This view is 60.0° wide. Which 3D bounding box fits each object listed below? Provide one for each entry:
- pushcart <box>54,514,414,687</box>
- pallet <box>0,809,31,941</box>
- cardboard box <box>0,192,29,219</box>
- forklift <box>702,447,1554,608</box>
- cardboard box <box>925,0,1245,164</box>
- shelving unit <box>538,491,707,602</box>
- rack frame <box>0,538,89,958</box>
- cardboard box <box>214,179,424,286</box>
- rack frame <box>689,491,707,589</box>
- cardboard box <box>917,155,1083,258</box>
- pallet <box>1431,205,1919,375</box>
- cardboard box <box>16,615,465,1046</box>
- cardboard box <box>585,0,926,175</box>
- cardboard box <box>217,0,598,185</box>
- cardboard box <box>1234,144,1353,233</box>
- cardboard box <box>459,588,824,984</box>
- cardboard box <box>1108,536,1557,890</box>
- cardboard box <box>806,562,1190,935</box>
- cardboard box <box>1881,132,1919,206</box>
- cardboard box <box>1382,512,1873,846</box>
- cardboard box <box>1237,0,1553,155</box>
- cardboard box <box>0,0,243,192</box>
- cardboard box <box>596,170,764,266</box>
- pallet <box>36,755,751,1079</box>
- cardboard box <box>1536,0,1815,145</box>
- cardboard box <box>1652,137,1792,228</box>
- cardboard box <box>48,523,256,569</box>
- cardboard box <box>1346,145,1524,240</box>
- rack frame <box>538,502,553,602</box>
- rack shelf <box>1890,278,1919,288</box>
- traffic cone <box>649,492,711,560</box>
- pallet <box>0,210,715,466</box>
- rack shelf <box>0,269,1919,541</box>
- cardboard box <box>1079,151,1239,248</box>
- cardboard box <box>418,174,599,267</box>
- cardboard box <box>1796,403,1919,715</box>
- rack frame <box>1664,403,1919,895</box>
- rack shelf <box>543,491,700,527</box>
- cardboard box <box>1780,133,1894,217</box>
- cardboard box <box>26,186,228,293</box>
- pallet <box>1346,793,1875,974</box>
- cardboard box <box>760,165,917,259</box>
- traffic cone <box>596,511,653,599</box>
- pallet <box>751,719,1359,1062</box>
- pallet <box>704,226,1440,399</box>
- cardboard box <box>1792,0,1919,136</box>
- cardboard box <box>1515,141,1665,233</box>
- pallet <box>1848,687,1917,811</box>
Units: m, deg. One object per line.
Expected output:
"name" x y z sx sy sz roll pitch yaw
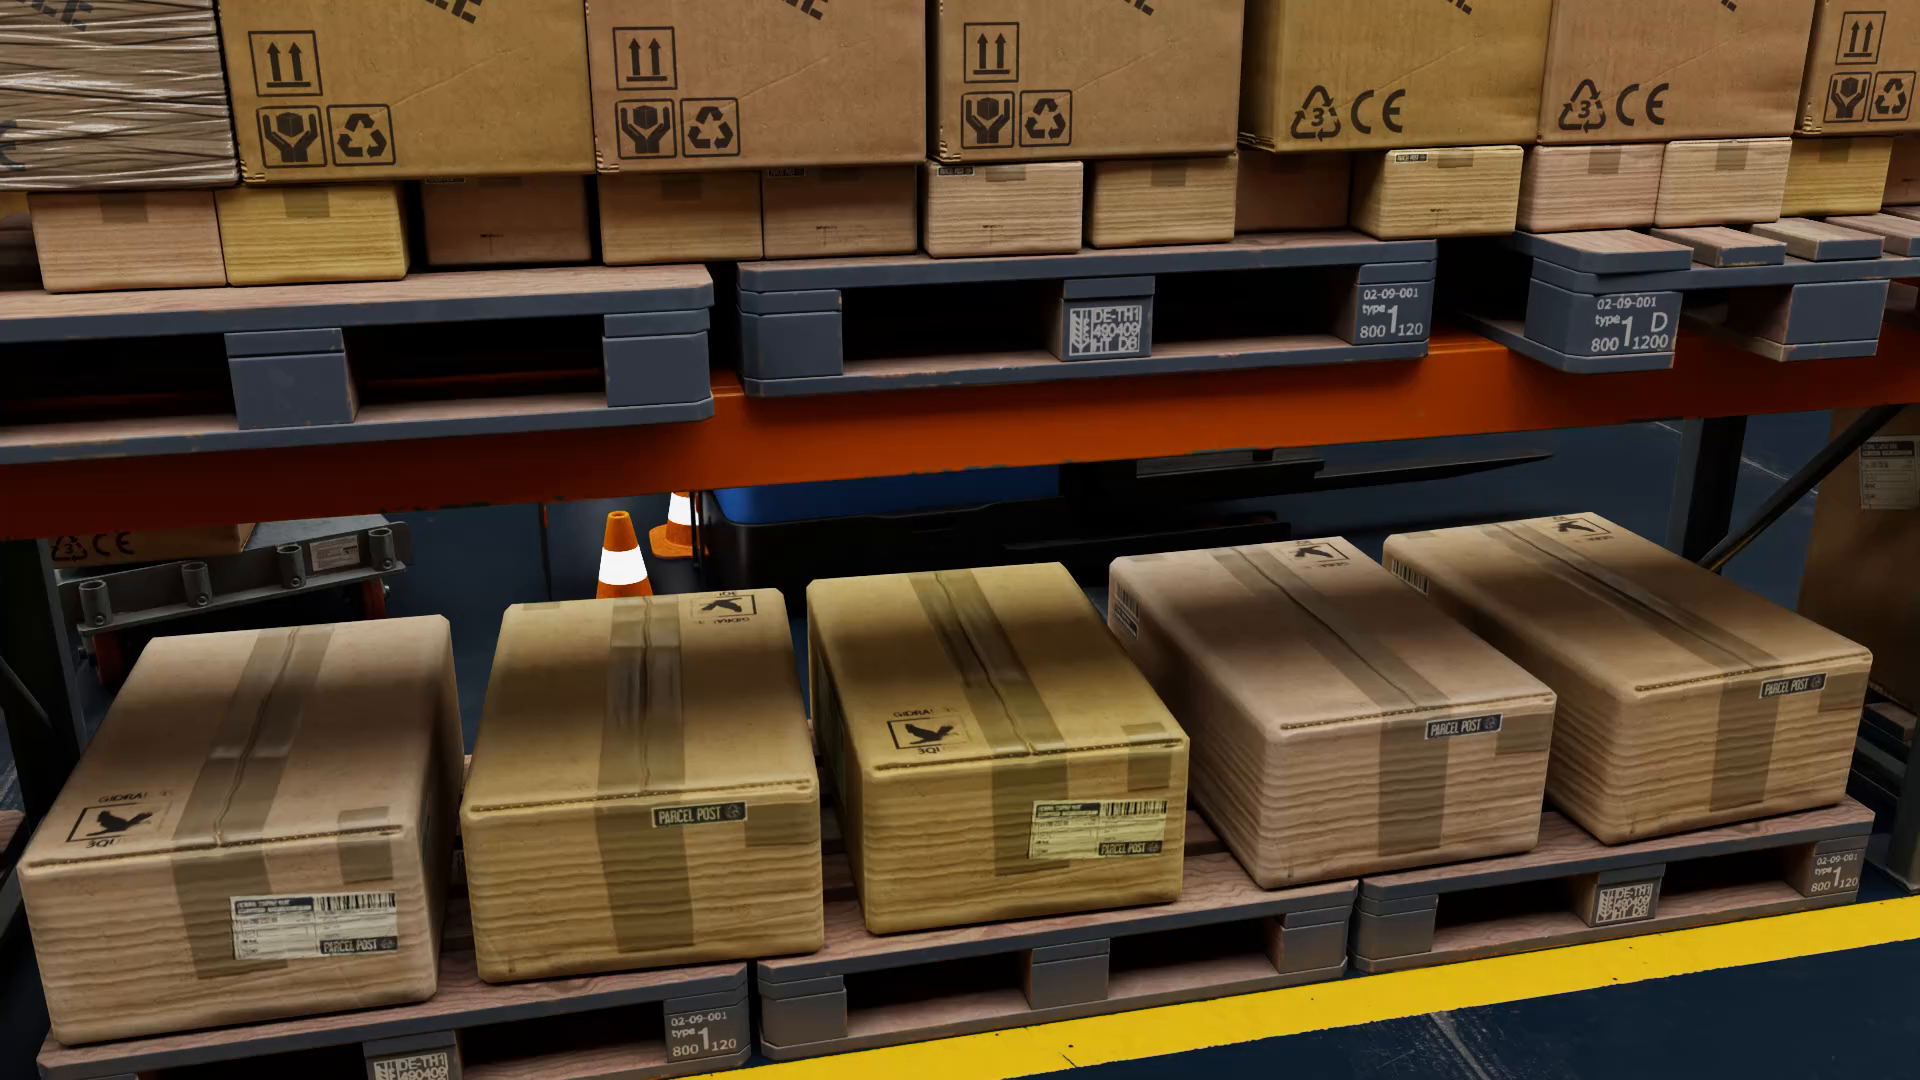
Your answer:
"pushcart" -2.420 -0.007 5.286 0.936 0.377 1.648 -13 24 -31
"pallet" -2.492 0.895 3.065 1.213 0.211 1.003 -5 21 -12
"cardboard box" -3.712 -1.301 7.485 0.875 0.875 0.875 -4 21 -12
"forklift" 0.603 -1.438 5.478 3.031 2.935 1.130 -6 21 -15
"cardboard box" 0.145 -0.923 2.785 0.500 0.500 0.500 -6 21 -15
"shelving unit" -1.093 -0.423 5.225 0.503 1.200 0.258 -6 21 -15
"rack frame" -1.847 -0.479 2.762 0.127 3.000 1.000 -5 21 -12
"cardboard box" -0.991 -0.513 2.610 0.250 0.149 0.380 -4 21 -11
"rack frame" -0.859 -0.446 5.288 0.015 1.200 0.240 -6 21 -15
"cardboard box" 0.039 -0.590 2.820 0.250 0.149 0.380 -4 20 -10
"pallet" 1.377 -0.614 3.408 1.003 0.211 1.213 -5 21 -12
"cardboard box" -1.337 0.515 3.258 0.625 0.372 0.950 -4 21 -12
"cardboard box" -0.353 -0.879 2.664 0.500 0.500 0.500 -5 21 -13
"cardboard box" -0.837 -0.844 2.570 0.500 0.500 0.500 -5 21 -12
"cardboard box" 0.517 -0.669 3.034 0.250 0.149 0.380 -4 21 -12
"cardboard box" -0.638 0.457 3.416 0.625 0.372 0.950 -3 20 -9
"cardboard box" 0.778 0.343 3.727 0.625 0.372 0.950 -5 21 -14
"cardboard box" 0.038 0.401 3.568 0.625 0.372 0.950 -4 20 -11
"cardboard box" 1.781 -0.770 3.312 0.250 0.149 0.380 -4 20 -10
"cardboard box" 1.494 0.282 3.893 0.625 0.372 0.950 -6 21 -16
"cardboard box" 0.676 -0.966 2.902 0.500 0.500 0.500 -6 21 -16
"cardboard box" -1.324 -0.804 2.461 0.500 0.500 0.500 -4 21 -11
"cardboard box" -0.473 -0.568 2.758 0.250 0.149 0.380 -4 21 -12
"pallet" -1.089 0.768 3.412 1.213 0.211 1.003 -5 21 -12
"cardboard box" 1.167 -1.006 3.012 0.500 0.500 0.500 -5 21 -13
"cardboard box" 1.302 -0.690 3.092 0.250 0.149 0.380 -5 21 -13
"cardboard box" -2.285 -0.255 4.682 0.500 0.500 0.500 -5 21 -12
"cardboard box" 0.791 -0.646 2.973 0.250 0.149 0.380 -4 21 -12
"rack frame" -1.328 -0.400 5.162 0.015 1.200 0.240 -6 21 -15
"rack shelf" 3.992 -0.616 4.182 4.000 0.370 1.077 -5 21 -12
"traffic cone" -0.910 -0.213 5.722 0.334 0.463 0.336 -5 21 -12
"pallet" -1.069 -0.401 2.828 1.213 0.211 1.003 -5 21 -12
"rack shelf" 0.100 -0.300 3.318 4.000 0.370 1.077 -5 21 -12
"cardboard box" 0.292 -0.621 2.905 0.250 0.149 0.380 -5 21 -14
"cardboard box" -0.733 -0.561 2.741 0.250 0.149 0.380 -3 20 -9
"cardboard box" 2.737 -0.022 3.993 0.875 0.875 0.875 -5 21 -13
"rack frame" 2.046 -0.796 3.627 0.127 3.000 1.000 -5 21 -12
"rack shelf" -1.093 -0.173 5.316 0.480 0.148 0.258 -6 21 -15
"cardboard box" 1.537 -0.725 3.188 0.250 0.149 0.380 -4 21 -12
"cardboard box" -1.236 -0.497 2.564 0.250 0.149 0.380 -4 21 -12
"pallet" 1.285 0.575 3.939 1.213 0.211 1.003 -5 21 -12
"cardboard box" -0.232 -0.587 2.810 0.250 0.149 0.380 -4 21 -12
"traffic cone" -0.962 0.145 4.746 0.334 0.463 0.336 -5 21 -12
"pallet" 0.100 0.670 3.678 1.213 0.211 1.003 -5 21 -12
"pallet" 0.129 -0.536 3.194 1.213 0.211 1.003 -5 21 -12
"cardboard box" 1.668 -1.051 3.134 0.500 0.500 0.500 -5 21 -14
"cardboard box" 1.055 -0.673 3.045 0.250 0.149 0.380 -6 21 -15
"pallet" 2.831 0.476 4.208 1.213 0.211 1.003 -5 21 -12
